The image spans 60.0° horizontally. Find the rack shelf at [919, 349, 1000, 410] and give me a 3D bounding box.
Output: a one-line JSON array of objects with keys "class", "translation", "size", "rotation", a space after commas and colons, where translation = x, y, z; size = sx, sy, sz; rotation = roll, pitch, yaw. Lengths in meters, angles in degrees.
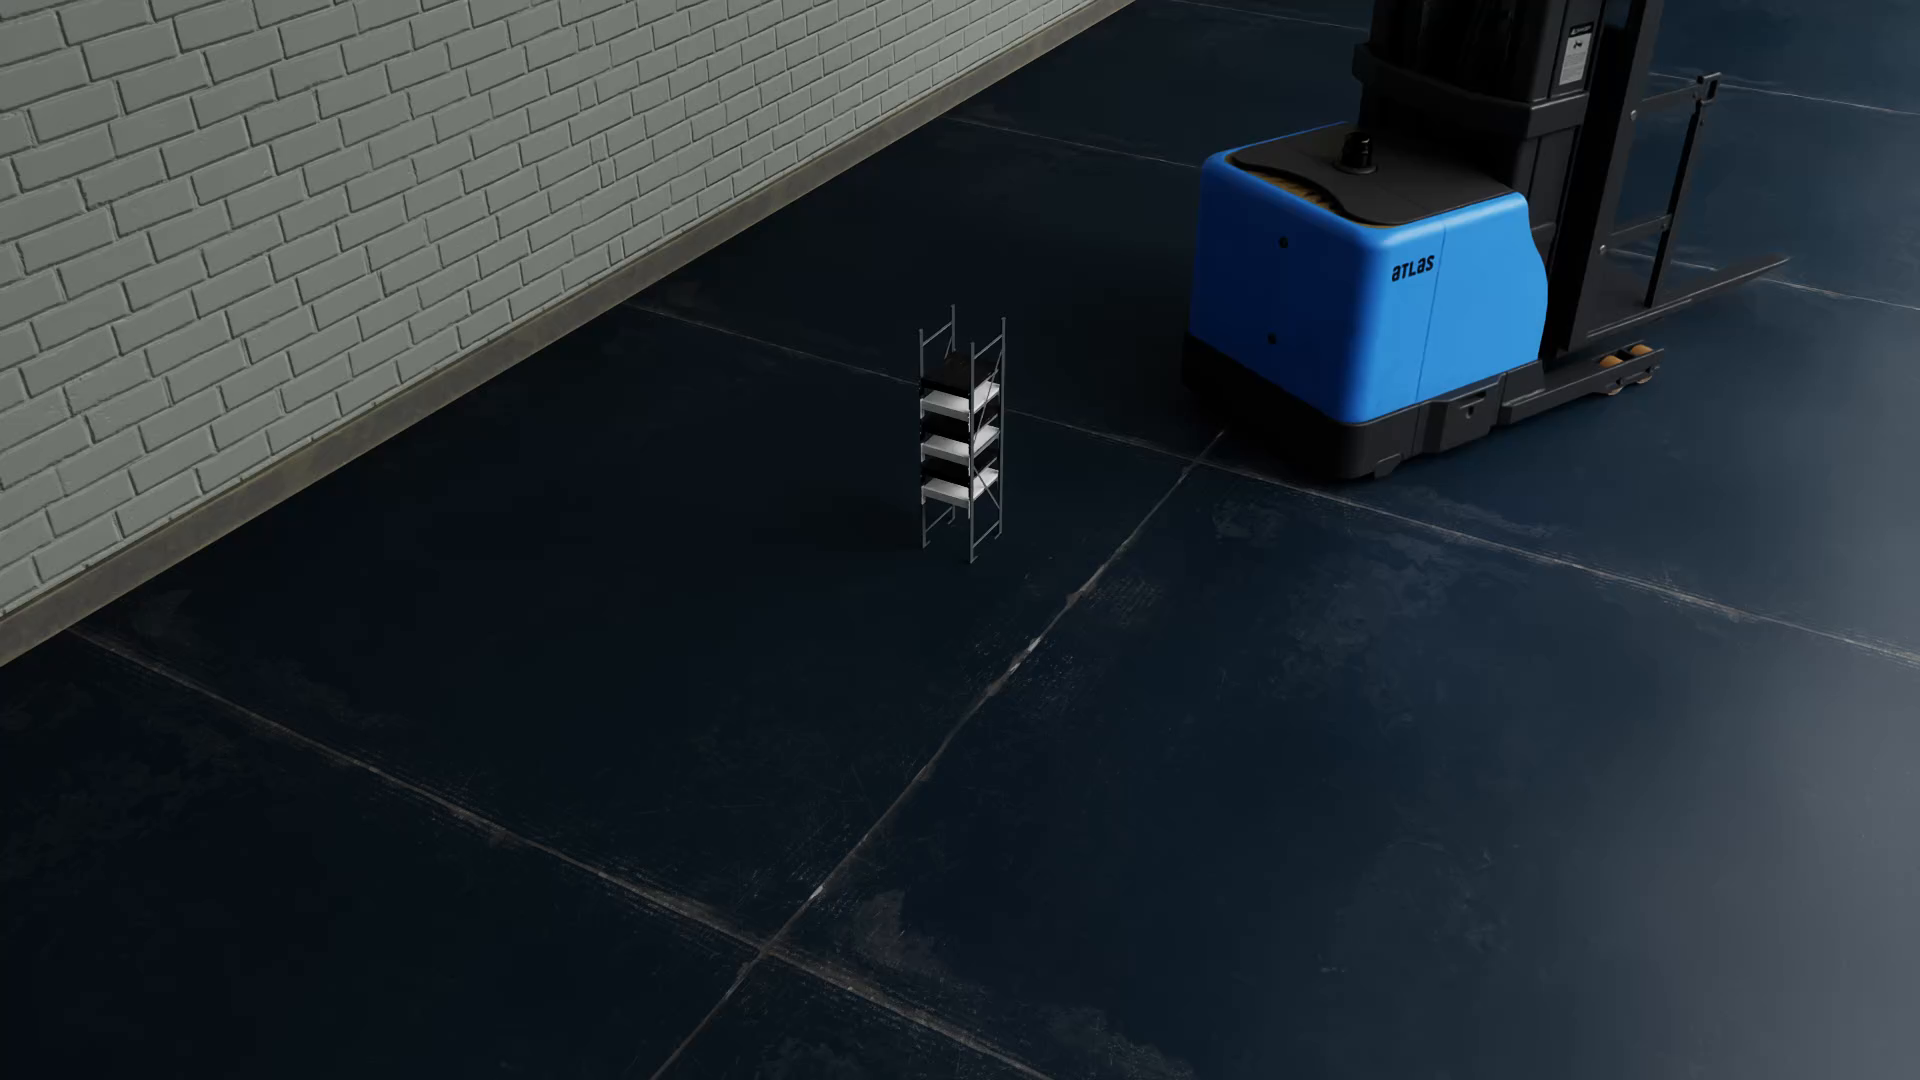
[{"class": "rack shelf", "translation": [0.007, -0.569, 5.866], "size": [0.200, 0.077, 0.258], "rotation": [18, 37, 24]}]

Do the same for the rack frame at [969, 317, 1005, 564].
[{"class": "rack frame", "translation": [0.095, -0.344, 5.955], "size": [0.006, 0.900, 0.240], "rotation": [18, 37, 24]}]

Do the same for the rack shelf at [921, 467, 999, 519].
[{"class": "rack shelf", "translation": [0.007, -0.195, 6.115], "size": [0.200, 0.077, 0.258], "rotation": [18, 37, 24]}]

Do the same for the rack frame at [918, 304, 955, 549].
[{"class": "rack frame", "translation": [-0.081, -0.400, 6.039], "size": [0.006, 0.900, 0.240], "rotation": [18, 37, 24]}]

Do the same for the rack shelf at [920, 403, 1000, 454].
[{"class": "rack shelf", "translation": [0.007, -0.419, 5.966], "size": [0.200, 0.077, 0.258], "rotation": [18, 37, 24]}]

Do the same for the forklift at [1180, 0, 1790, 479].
[{"class": "forklift", "translation": [2.465, -2.072, 6.718], "size": [3.031, 2.935, 1.130], "rotation": [-20, 38, -27]}]

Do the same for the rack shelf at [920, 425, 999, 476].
[{"class": "rack shelf", "translation": [0.007, -0.345, 6.016], "size": [0.200, 0.077, 0.258], "rotation": [18, 37, 24]}]

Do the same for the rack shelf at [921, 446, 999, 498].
[{"class": "rack shelf", "translation": [0.007, -0.270, 6.066], "size": [0.200, 0.077, 0.258], "rotation": [18, 37, 24]}]

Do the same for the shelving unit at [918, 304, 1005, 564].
[{"class": "shelving unit", "translation": [0.007, -0.372, 5.997], "size": [0.210, 0.900, 0.258], "rotation": [18, 37, 24]}]

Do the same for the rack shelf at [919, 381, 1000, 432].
[{"class": "rack shelf", "translation": [0.007, -0.494, 5.916], "size": [0.200, 0.077, 0.258], "rotation": [18, 37, 24]}]
